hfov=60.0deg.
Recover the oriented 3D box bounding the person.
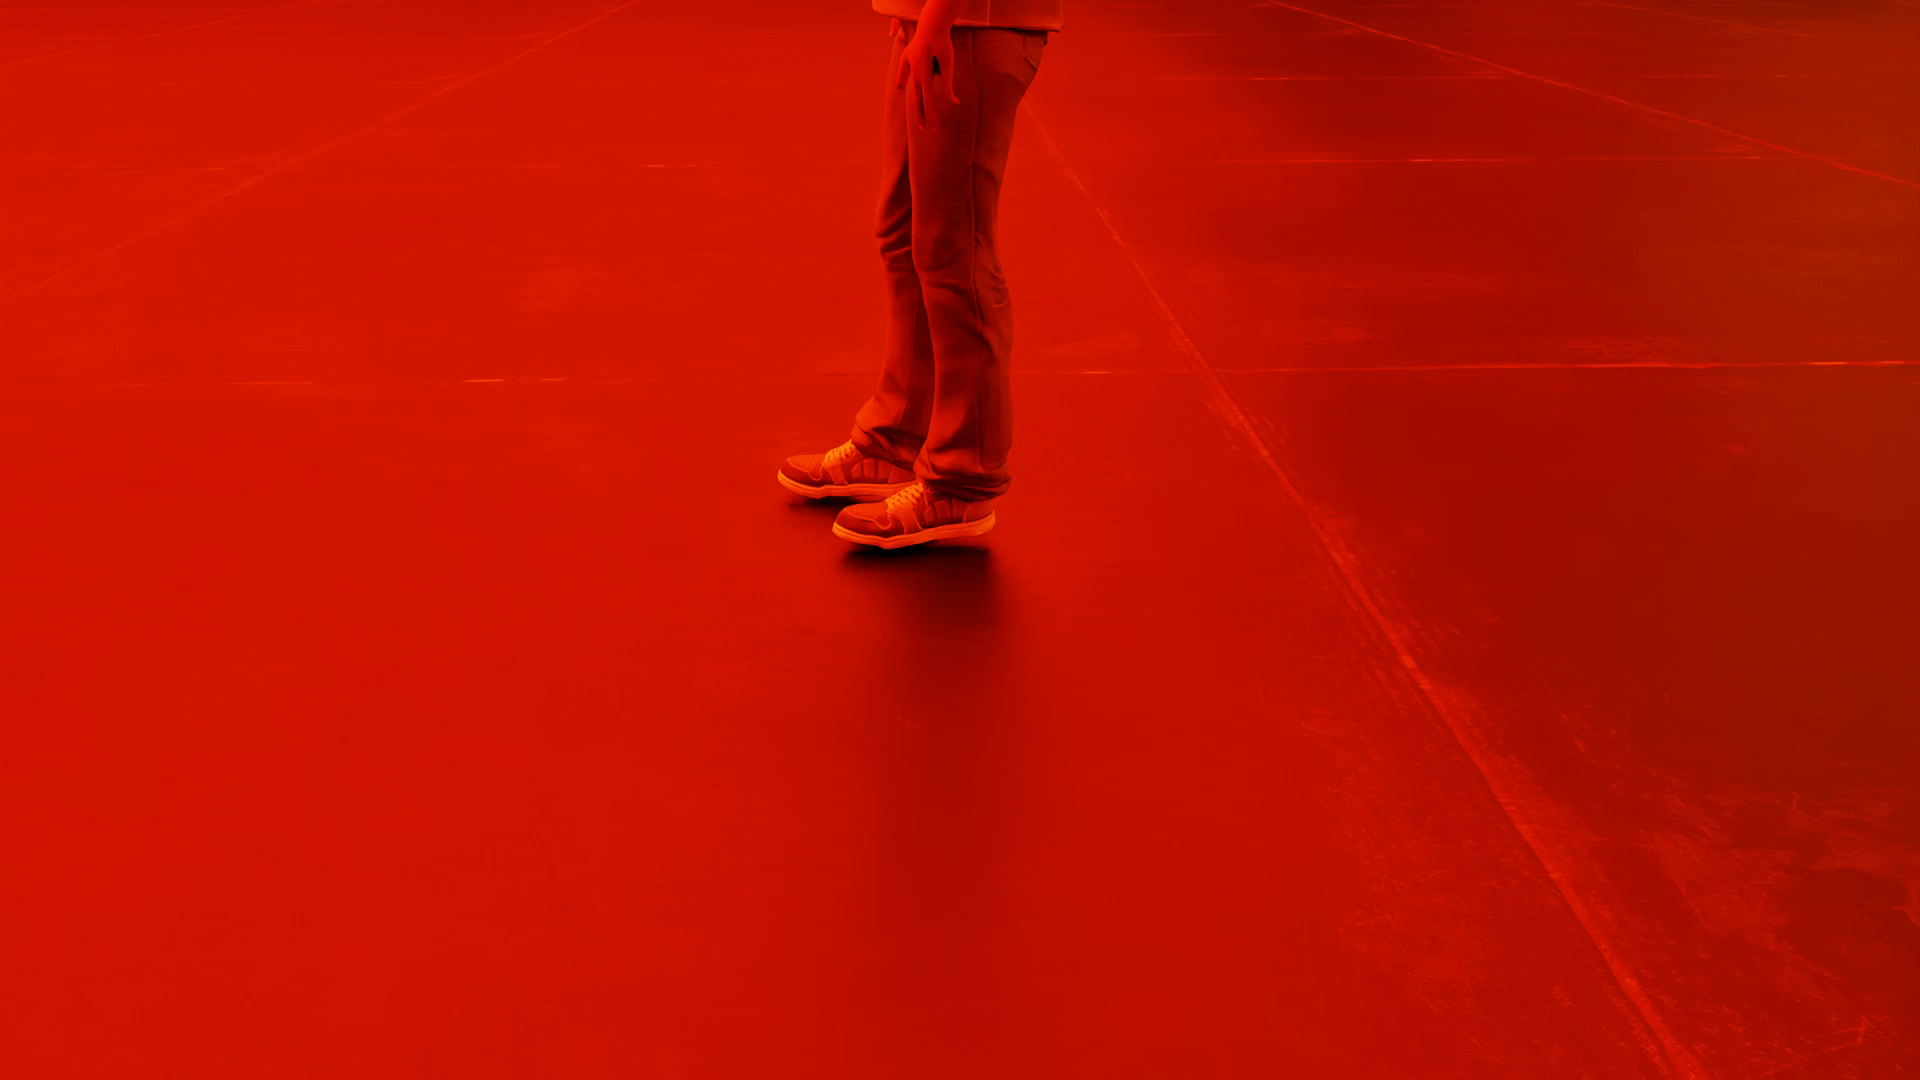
[{"bbox_3d":[-0.074,-0.754,2.452,0.475,1.597,0.520,-1,21,-3],"label":"person"}]
